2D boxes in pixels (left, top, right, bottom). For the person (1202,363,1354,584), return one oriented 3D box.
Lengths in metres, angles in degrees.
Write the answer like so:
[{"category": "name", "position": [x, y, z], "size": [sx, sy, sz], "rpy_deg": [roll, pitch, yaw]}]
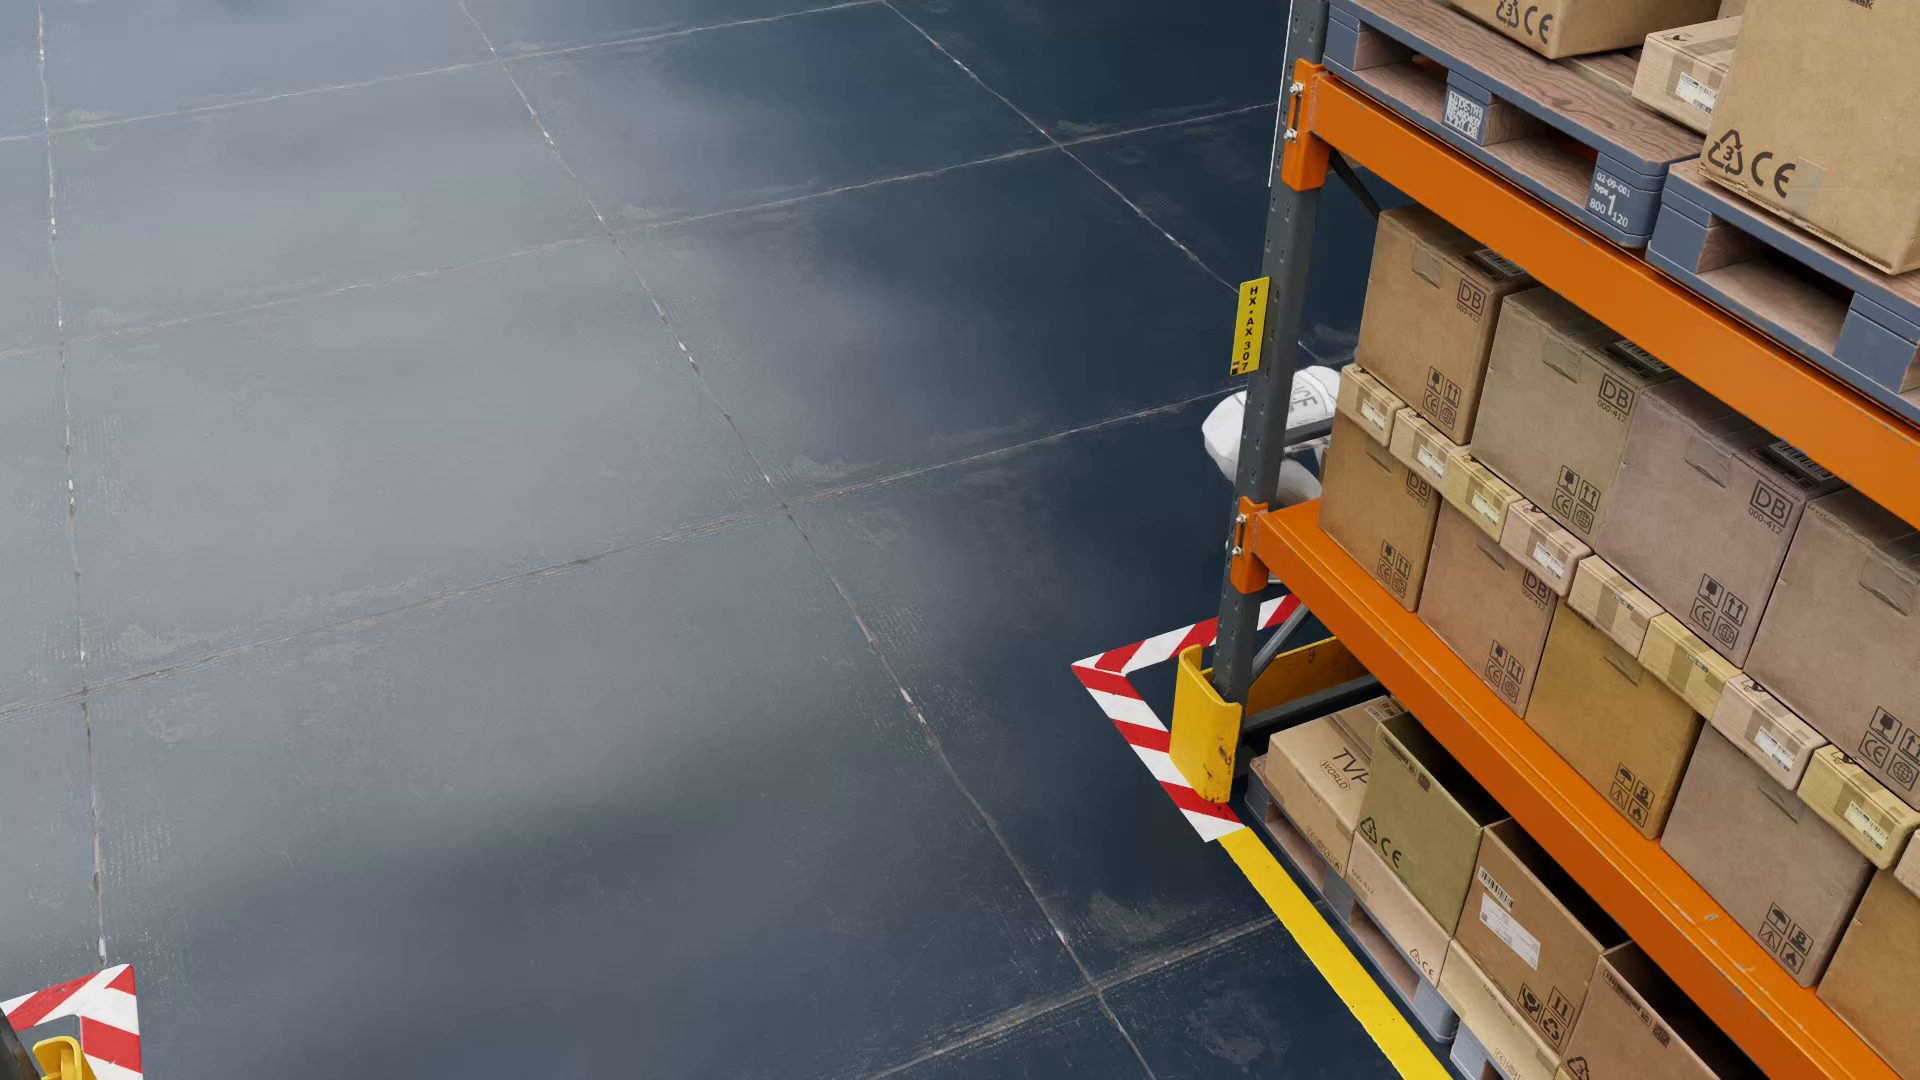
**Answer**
[{"category": "person", "position": [1.467, -0.325, 7.131], "size": [0.916, 0.990, 0.453], "rpy_deg": [-13, 39, -16]}]
